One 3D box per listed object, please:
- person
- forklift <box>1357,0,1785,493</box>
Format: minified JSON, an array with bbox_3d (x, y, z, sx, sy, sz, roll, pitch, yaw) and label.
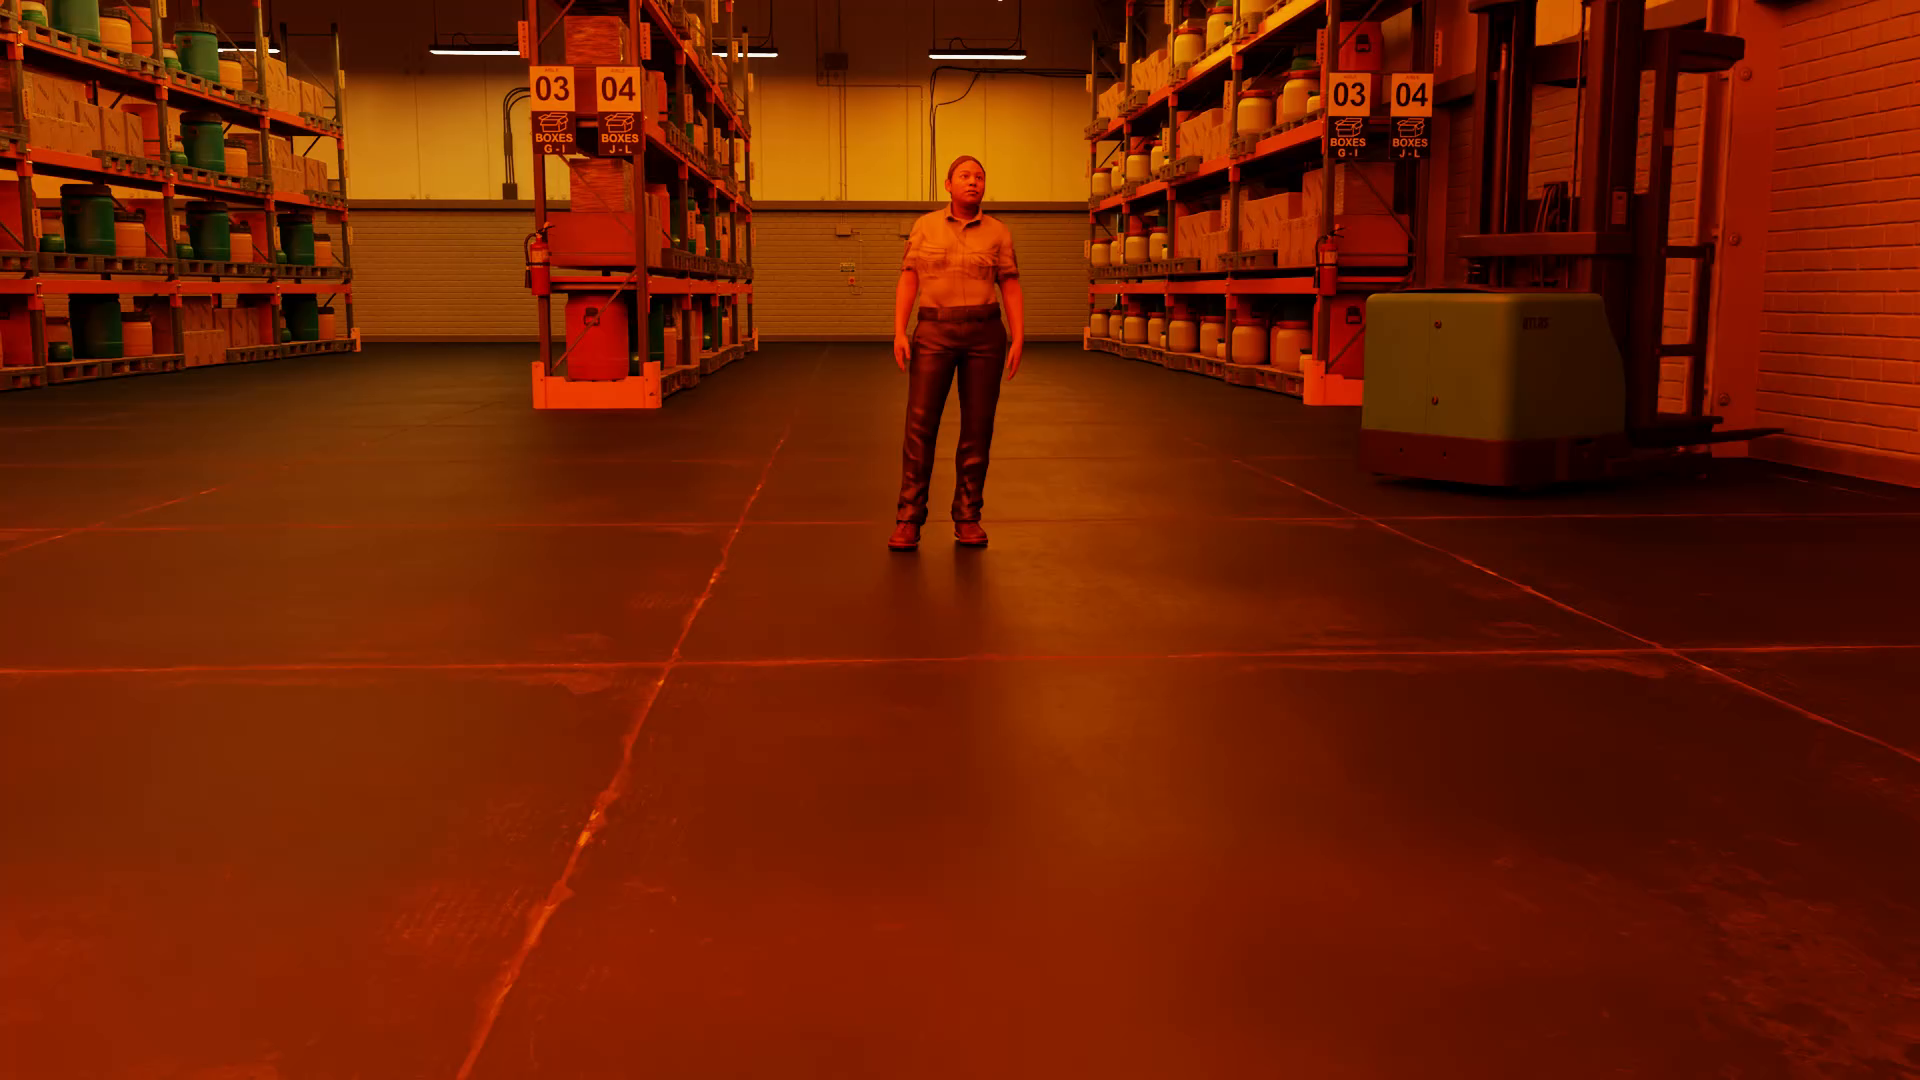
[{"bbox_3d":[-0.017,-0.809,7.098,0.599,1.650,0.503,-1,8,-4],"label":"person"},{"bbox_3d":[3.771,-1.841,9.731,3.031,2.935,1.130,-6,10,-34],"label":"forklift"}]
